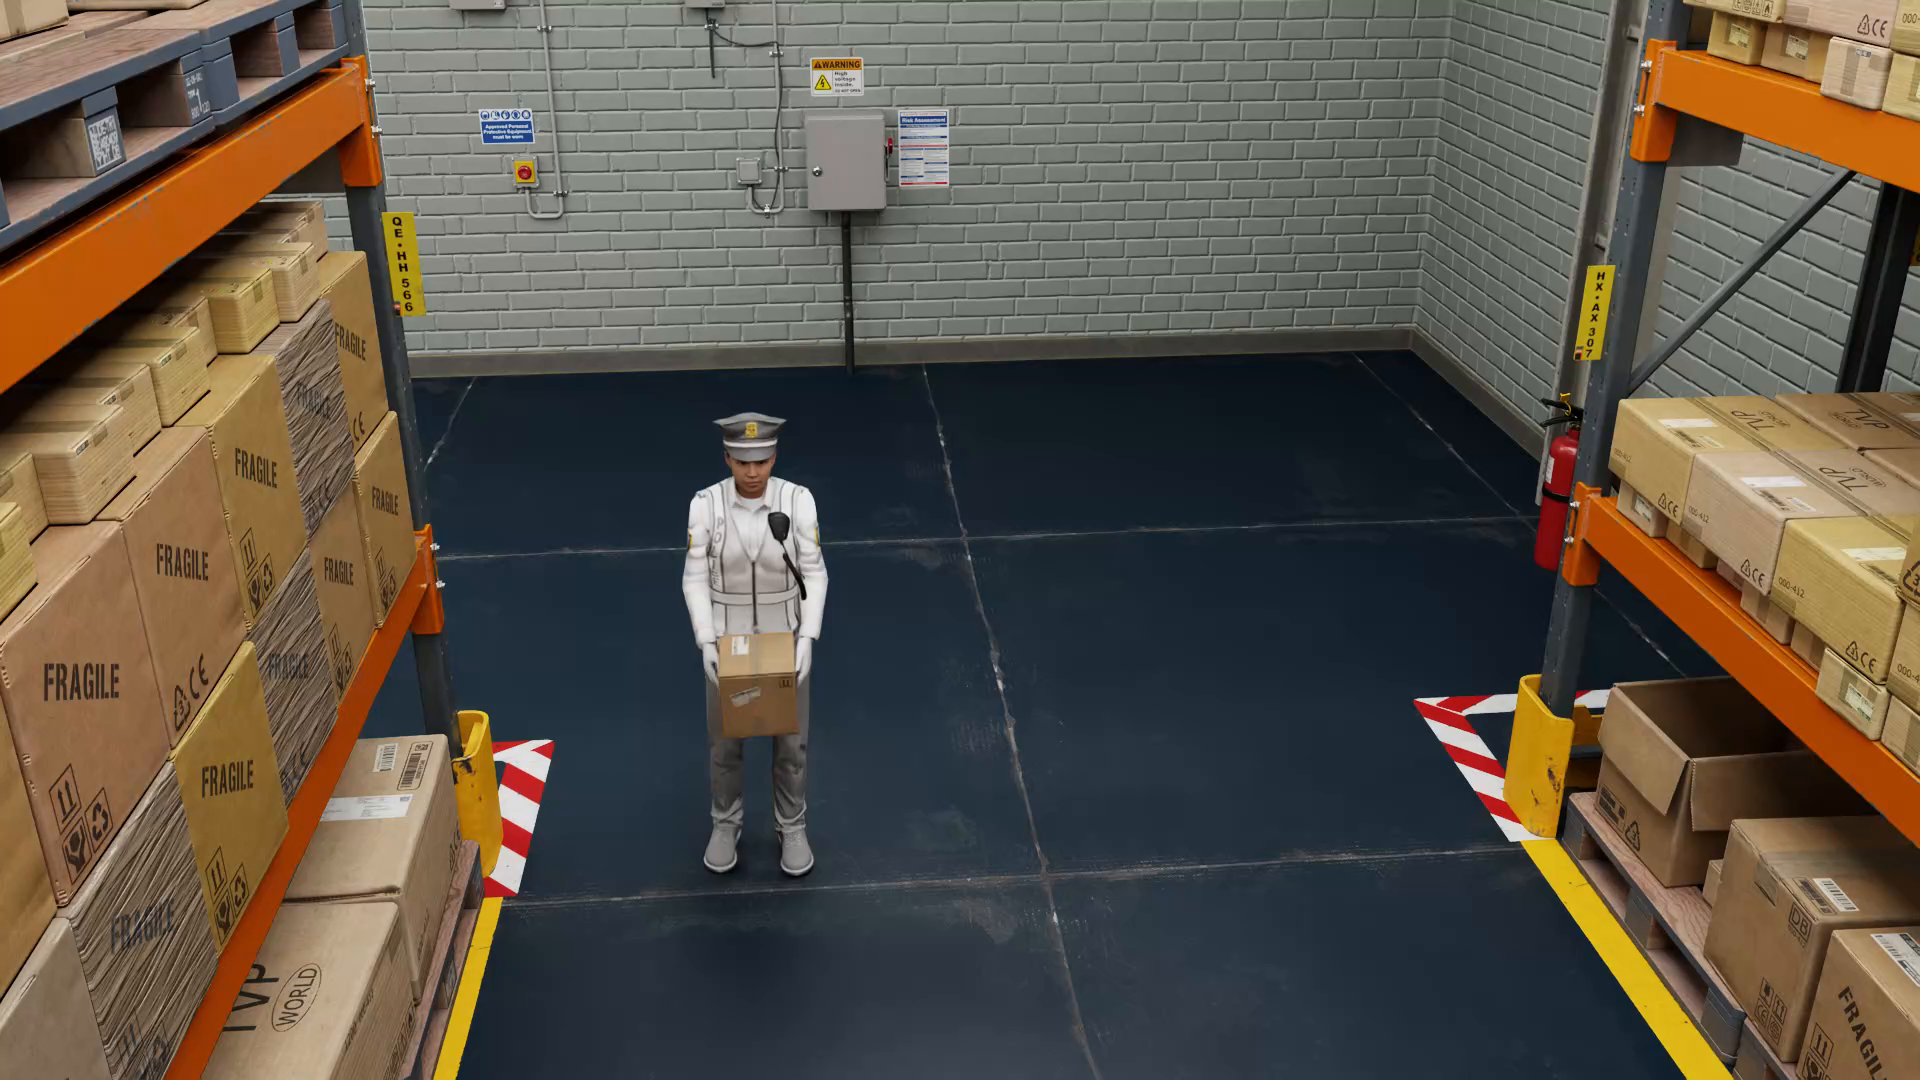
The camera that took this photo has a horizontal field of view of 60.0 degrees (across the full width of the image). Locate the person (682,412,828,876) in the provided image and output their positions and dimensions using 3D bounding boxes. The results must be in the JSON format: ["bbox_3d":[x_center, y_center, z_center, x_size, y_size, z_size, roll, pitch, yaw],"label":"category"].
[{"bbox_3d":[-0.696,0.362,5.750,0.498,1.686,0.425,-3,24,-6],"label":"person"}]
